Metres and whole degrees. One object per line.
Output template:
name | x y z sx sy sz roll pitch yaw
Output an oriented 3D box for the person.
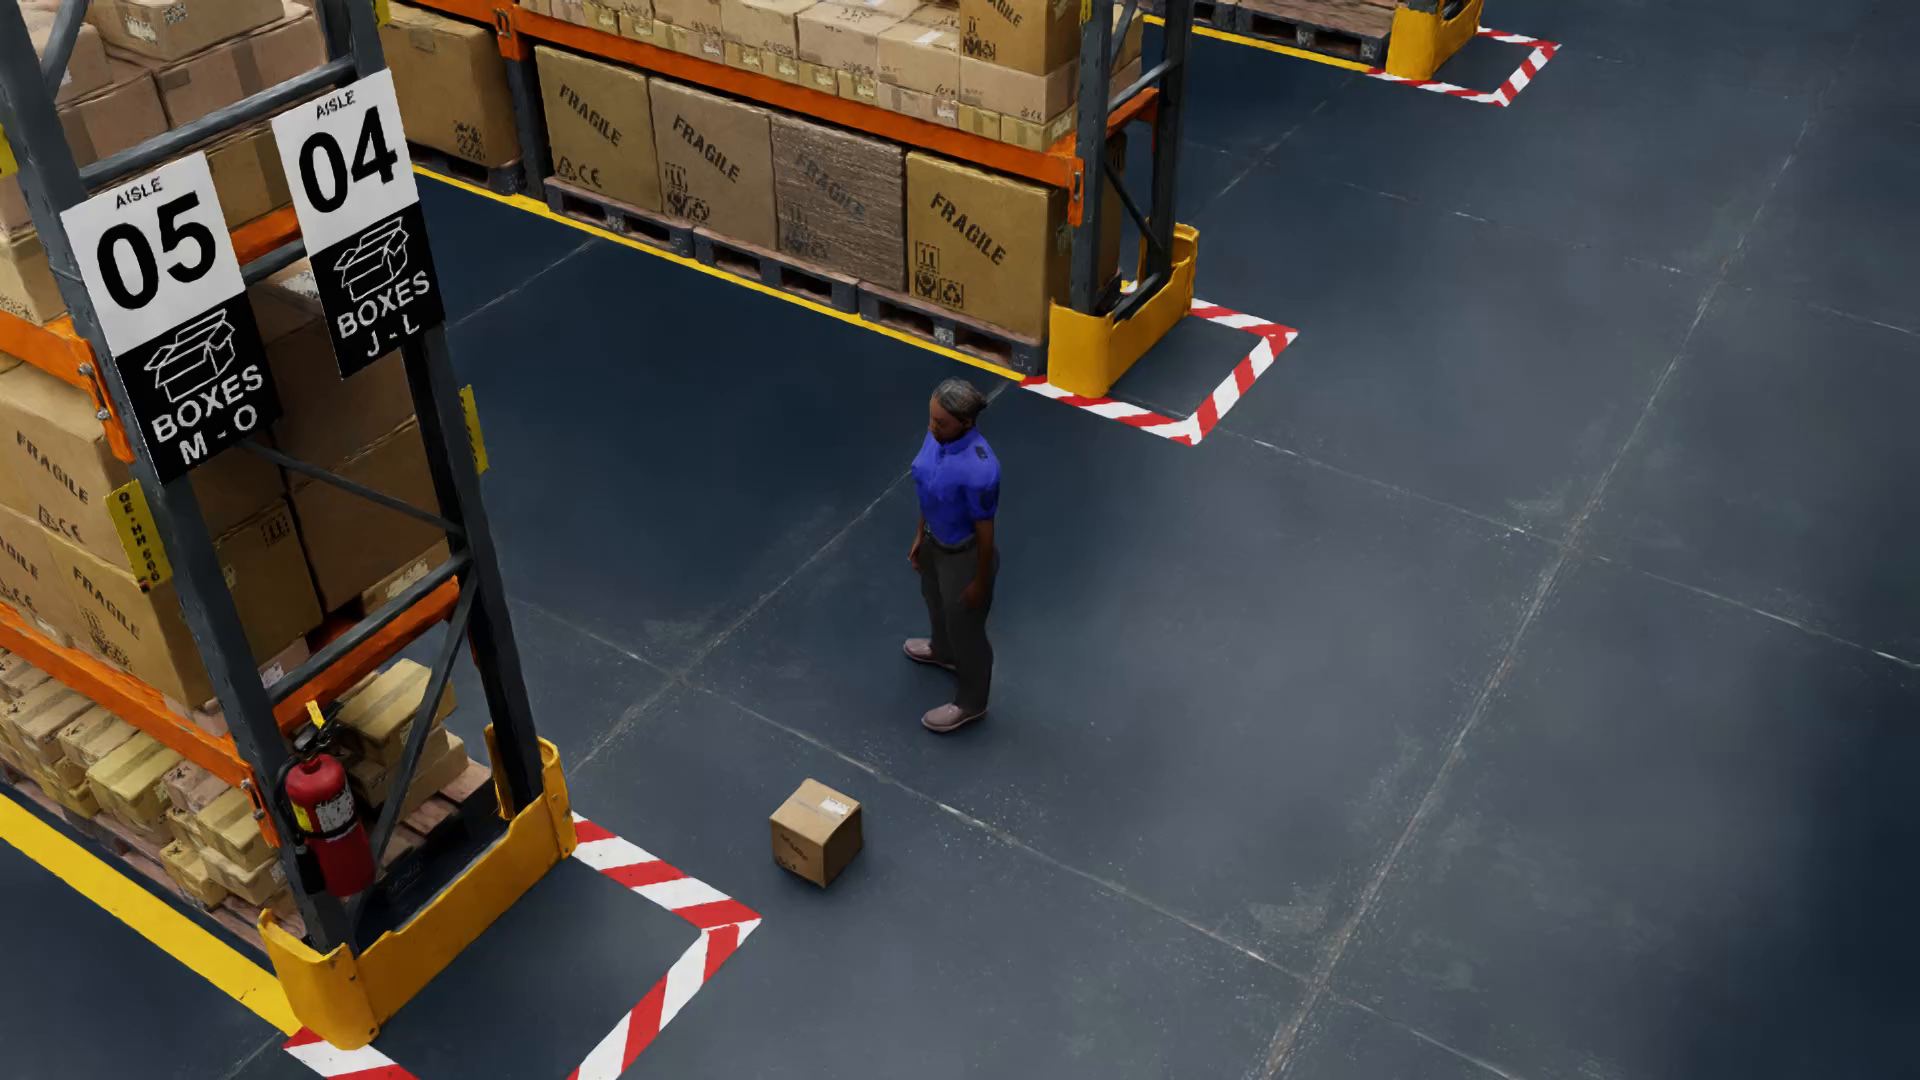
person | -0.073 0.002 6.662 0.335 1.660 0.649 -15 41 -18
